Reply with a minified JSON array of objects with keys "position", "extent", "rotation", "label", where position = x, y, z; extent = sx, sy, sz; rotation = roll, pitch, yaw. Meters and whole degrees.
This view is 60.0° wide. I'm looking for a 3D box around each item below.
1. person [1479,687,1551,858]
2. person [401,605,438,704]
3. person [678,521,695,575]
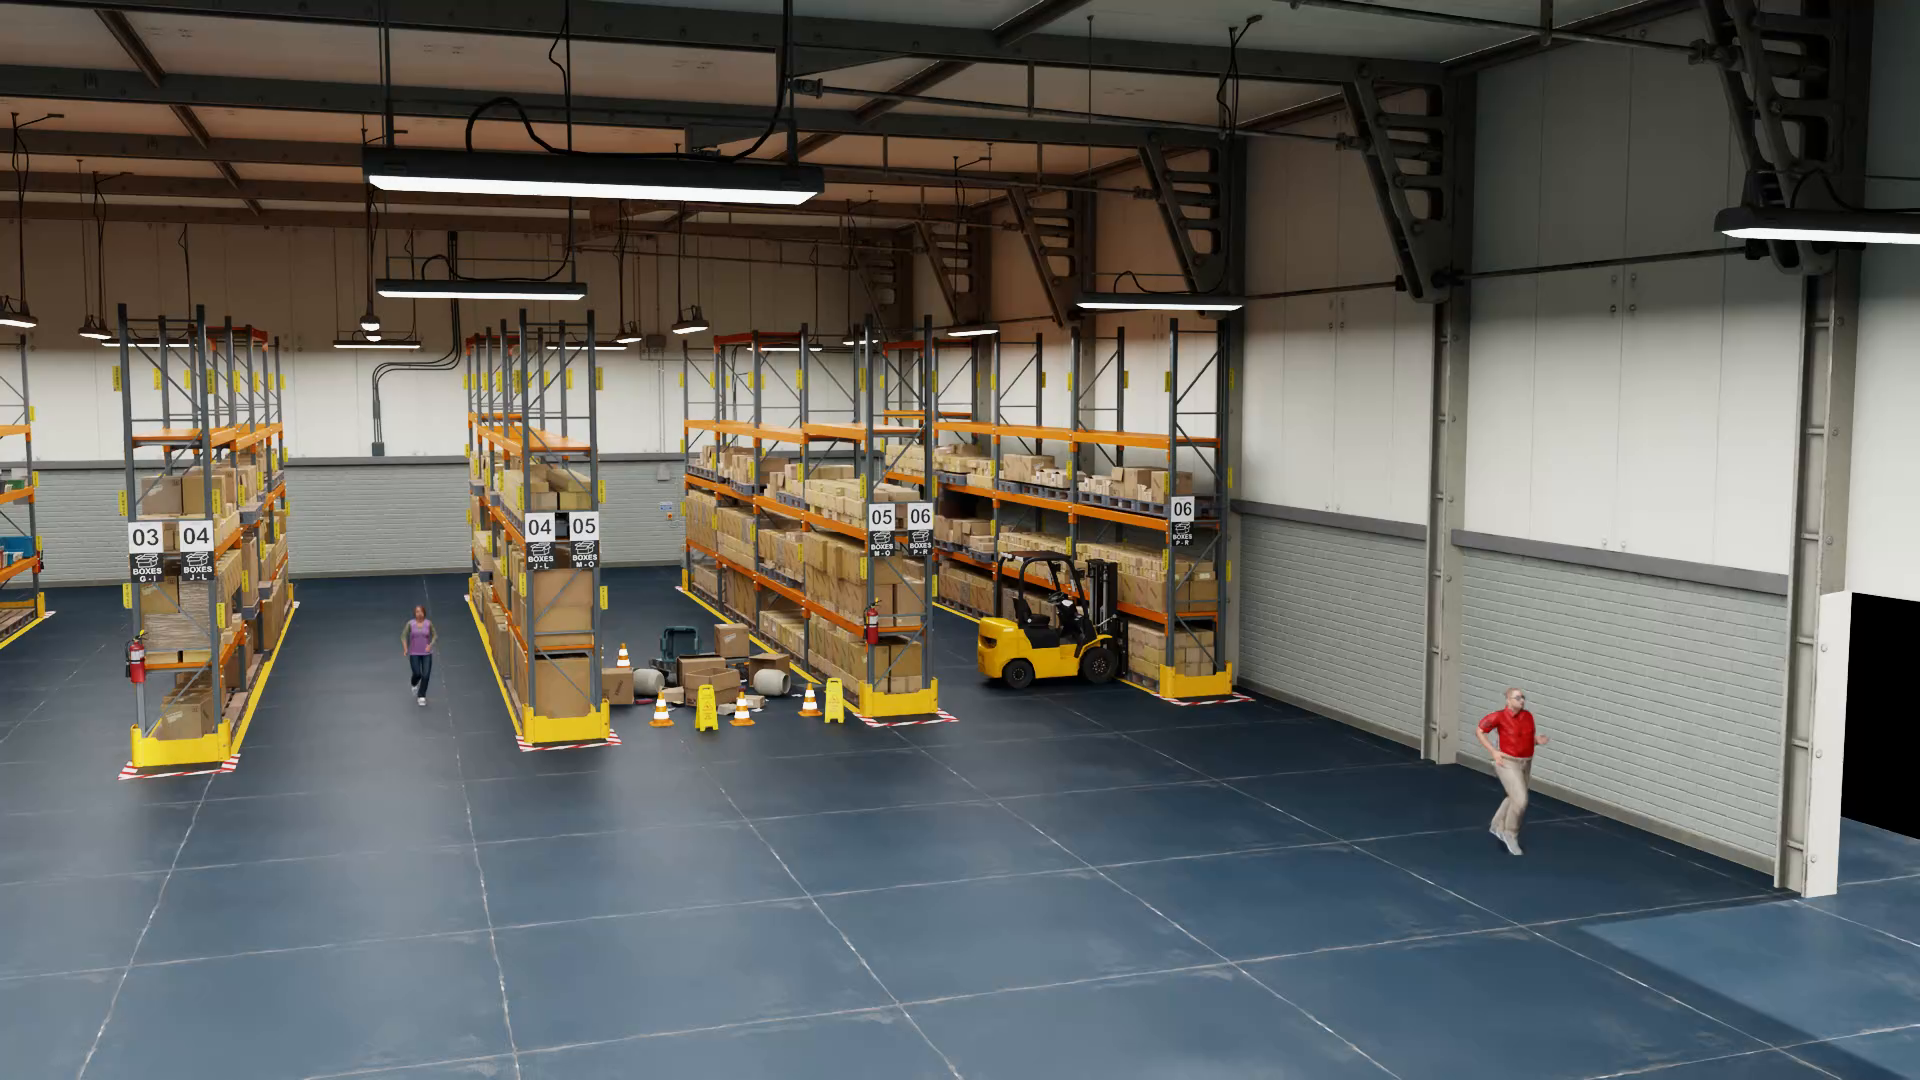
[{"position":[5.963,2.470,17.778],"extent":[0.638,1.793,0.744],"rotation":[-3,6,-31],"label":"person"},{"position":[-8.359,1.793,25.766],"extent":[0.532,1.547,0.531],"rotation":[-2,6,-24],"label":"person"},{"position":[-6.771,0.295,41.305],"extent":[0.517,1.592,0.630],"rotation":[0,5,0],"label":"person"}]
